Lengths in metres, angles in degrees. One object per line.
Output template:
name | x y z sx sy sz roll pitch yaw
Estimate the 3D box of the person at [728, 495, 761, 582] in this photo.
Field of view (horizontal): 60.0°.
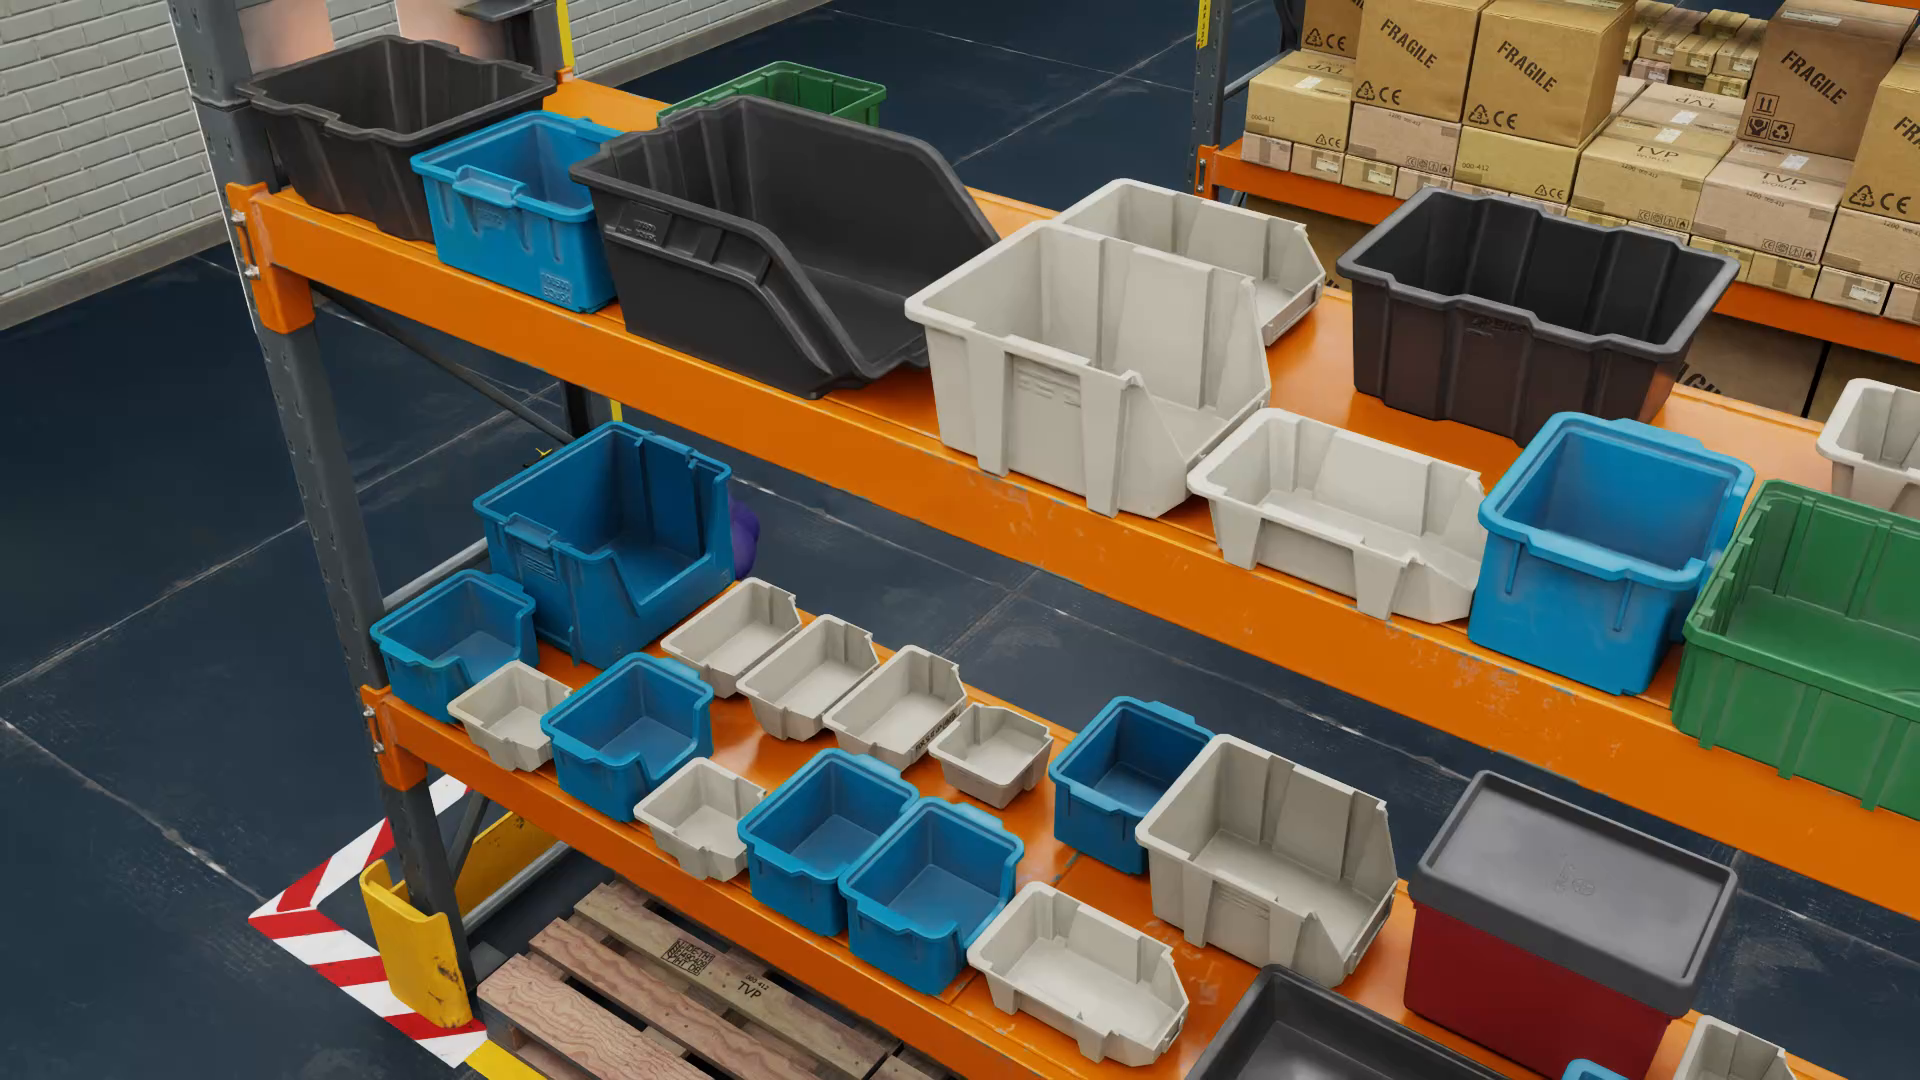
person | -1.207 0.040 6.676 0.795 0.998 0.529 0 35 0
